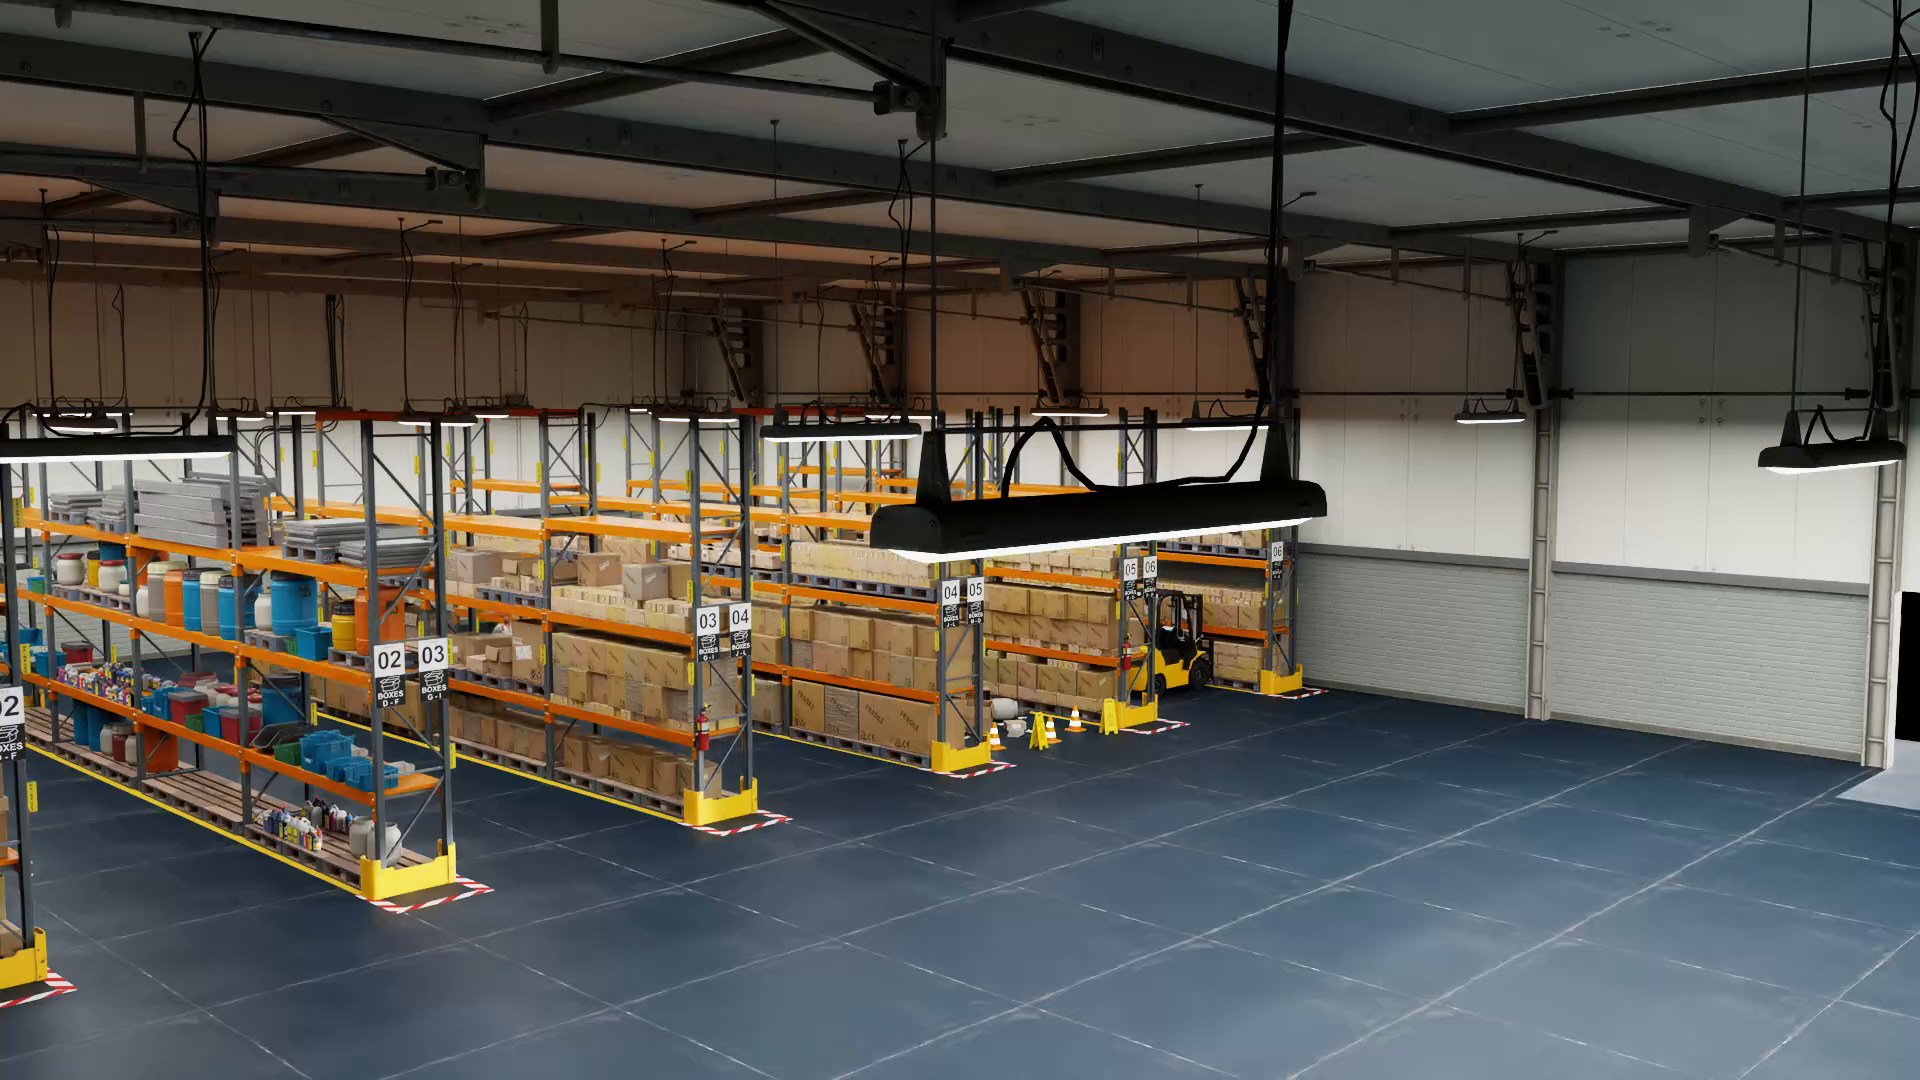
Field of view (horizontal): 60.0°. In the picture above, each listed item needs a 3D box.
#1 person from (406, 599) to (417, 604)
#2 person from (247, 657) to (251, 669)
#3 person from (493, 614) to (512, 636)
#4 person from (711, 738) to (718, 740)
[{"bbox_3d":[-12.589,2.157,37.970,0.680,1.637,0.603,-2,5,-22],"label":"person"},{"bbox_3d":[-15.674,2.206,36.854,0.675,1.525,0.614,-3,6,-27],"label":"person"},{"bbox_3d":[-9.428,2.357,34.795,0.675,1.709,1.051,-4,6,-37],"label":"person"},{"bbox_3d":[-4.693,2.754,30.570,0.821,1.741,0.675,5,7,45],"label":"person"}]
